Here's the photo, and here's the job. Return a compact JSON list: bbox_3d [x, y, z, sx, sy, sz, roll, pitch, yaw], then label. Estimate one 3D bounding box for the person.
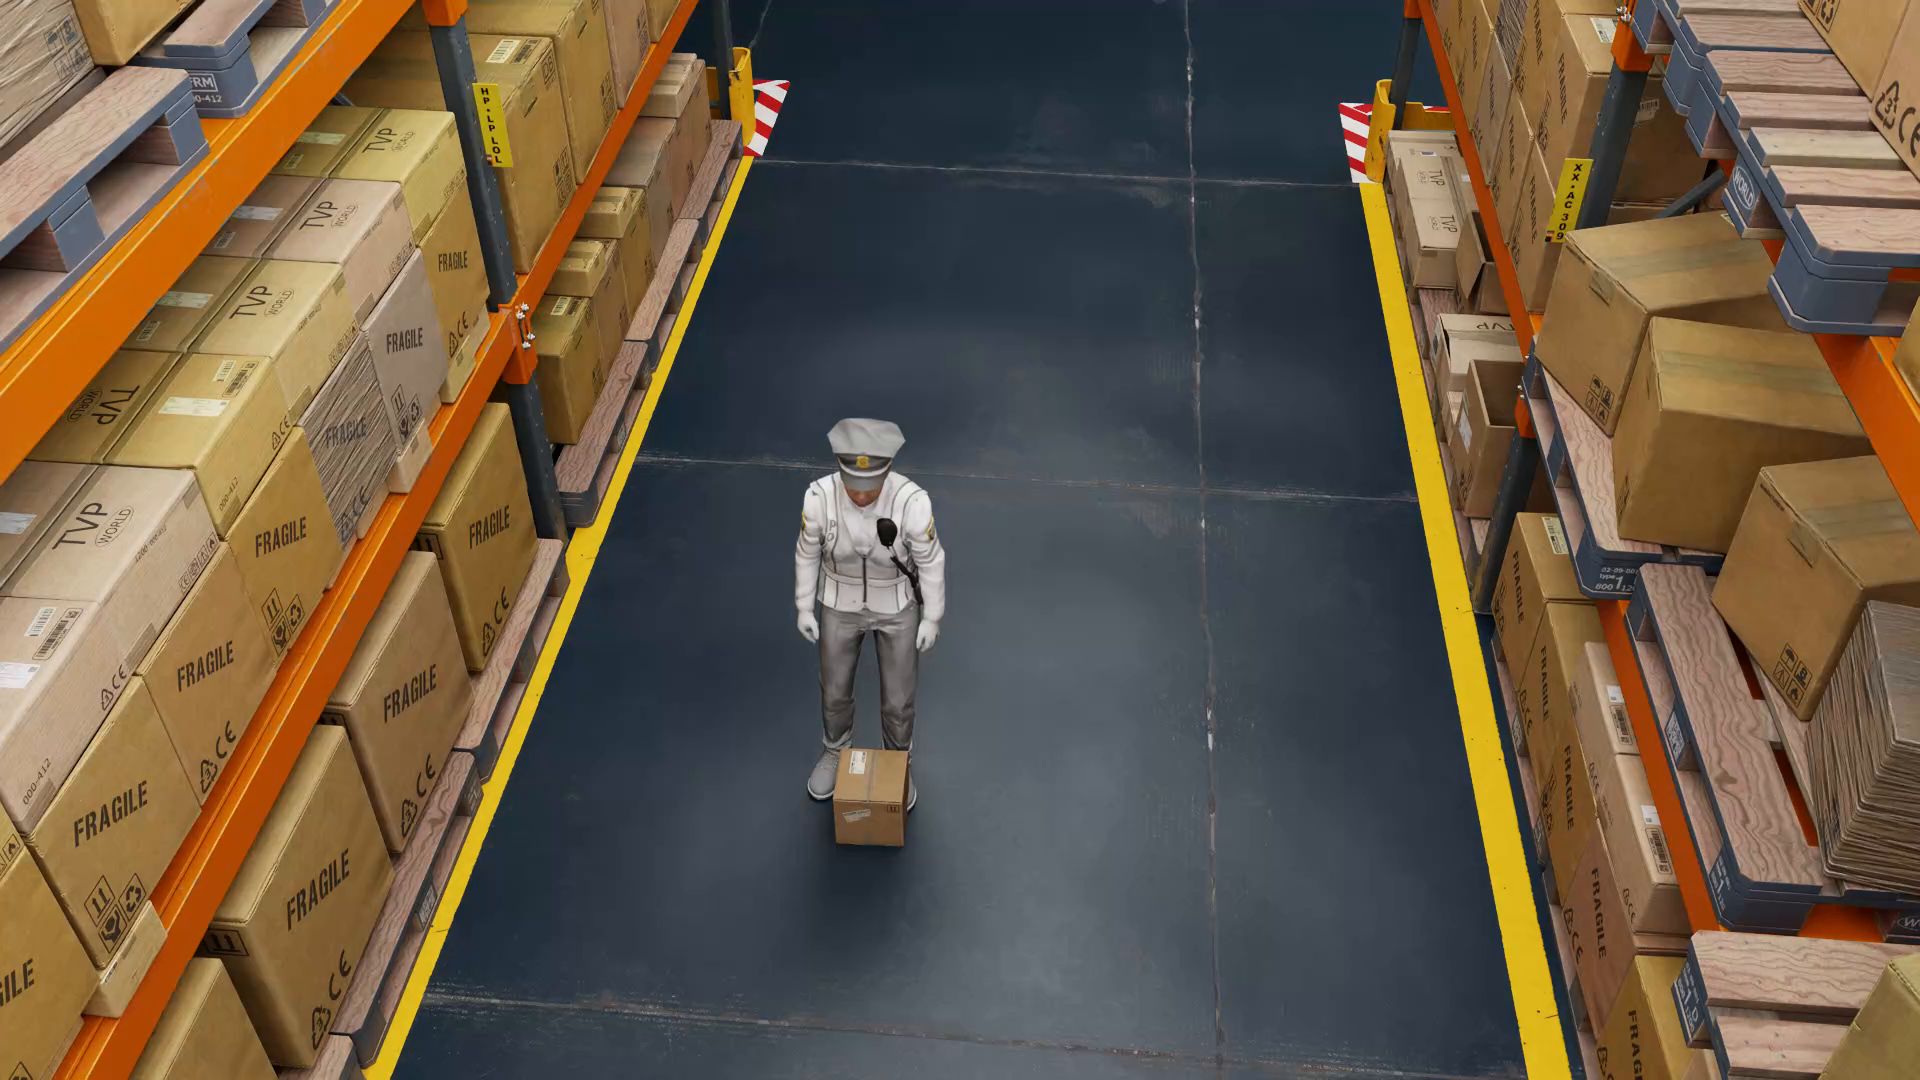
[{"bbox_3d":[-0.319,0.264,5.843,0.528,1.663,0.408,3,40,4],"label":"person"}]
